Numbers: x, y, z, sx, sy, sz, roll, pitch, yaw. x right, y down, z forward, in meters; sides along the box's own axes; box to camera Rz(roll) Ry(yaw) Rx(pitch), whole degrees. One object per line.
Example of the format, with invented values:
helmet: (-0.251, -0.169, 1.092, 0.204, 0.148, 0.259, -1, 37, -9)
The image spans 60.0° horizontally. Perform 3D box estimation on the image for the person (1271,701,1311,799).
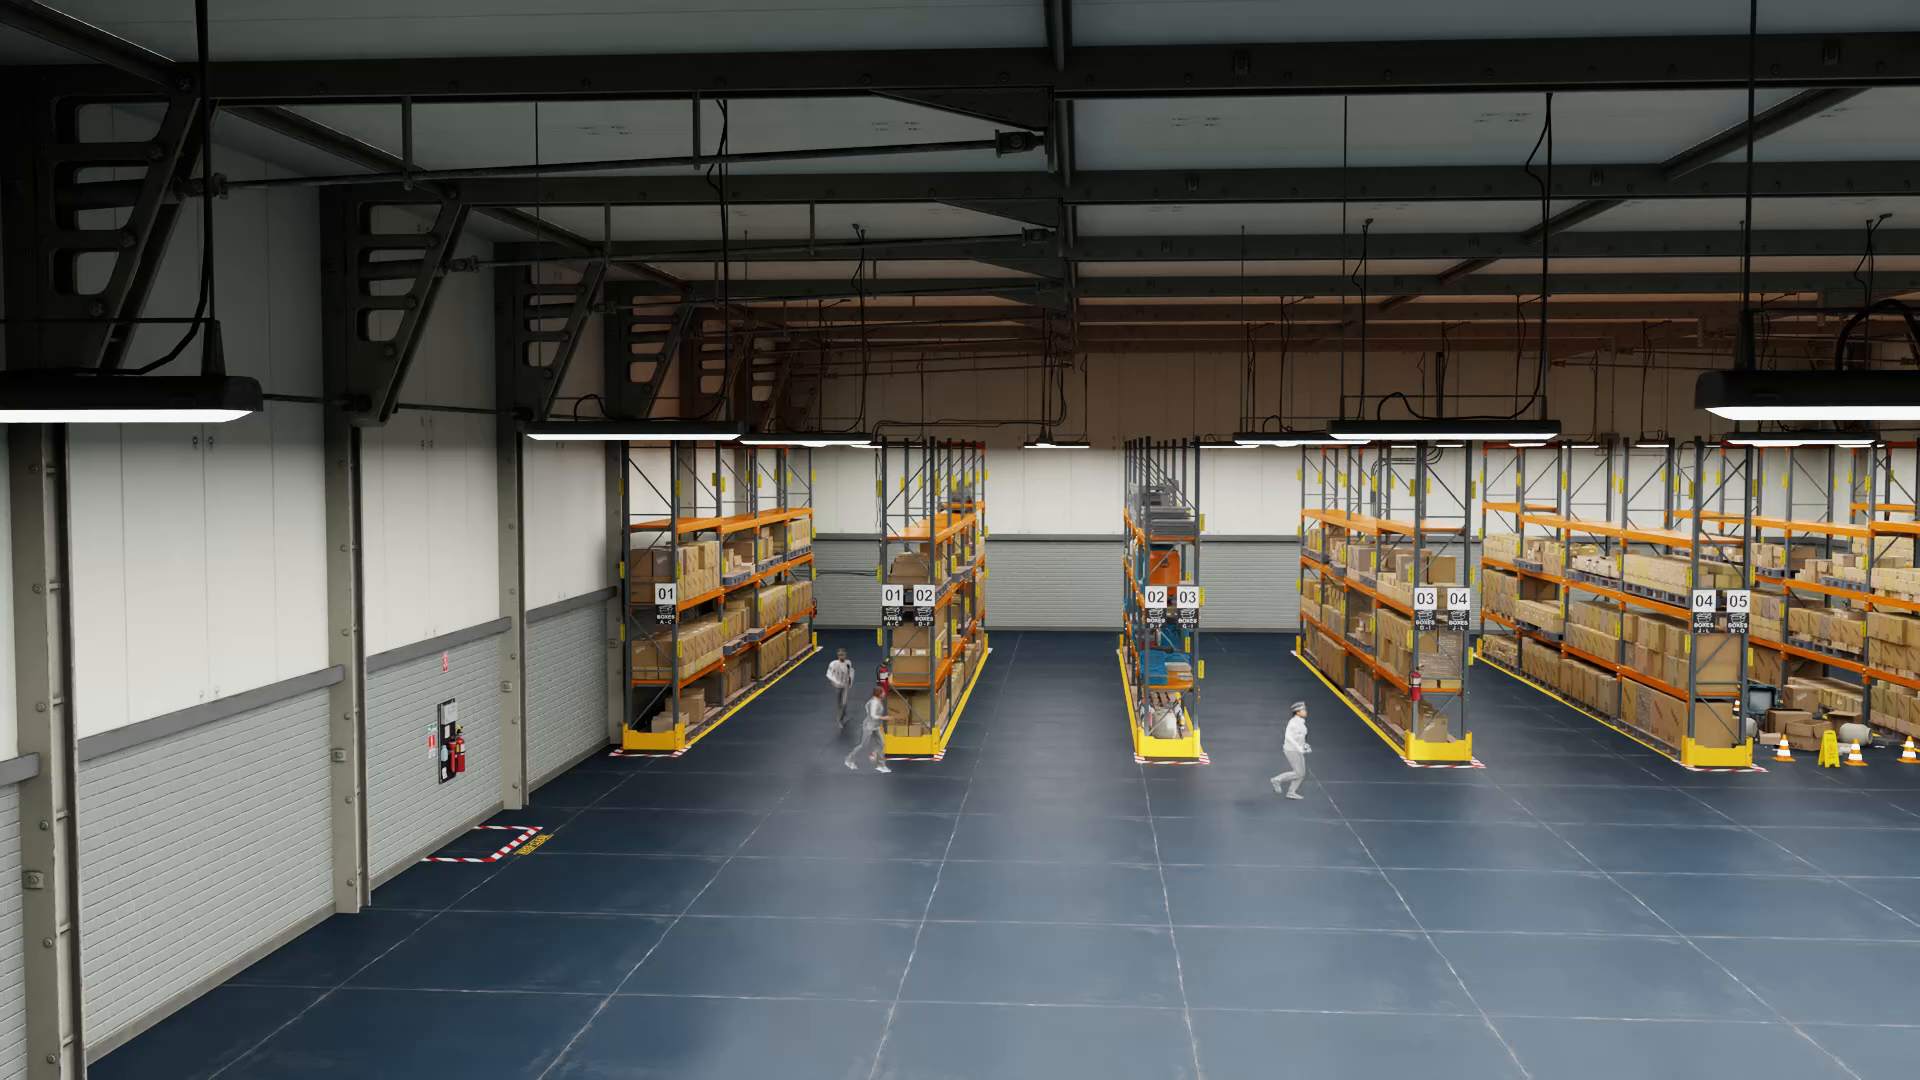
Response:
person: (5.440, 3.454, 27.388, 0.593, 1.627, 0.617, 2, 3, 27)

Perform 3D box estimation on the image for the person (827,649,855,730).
person: (-2.476, 3.051, 34.530, 0.584, 1.663, 0.787, 0, 3, -6)

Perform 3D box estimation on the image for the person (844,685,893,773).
person: (-1.618, 3.357, 29.557, 0.897, 1.574, 0.530, 1, 3, 15)
